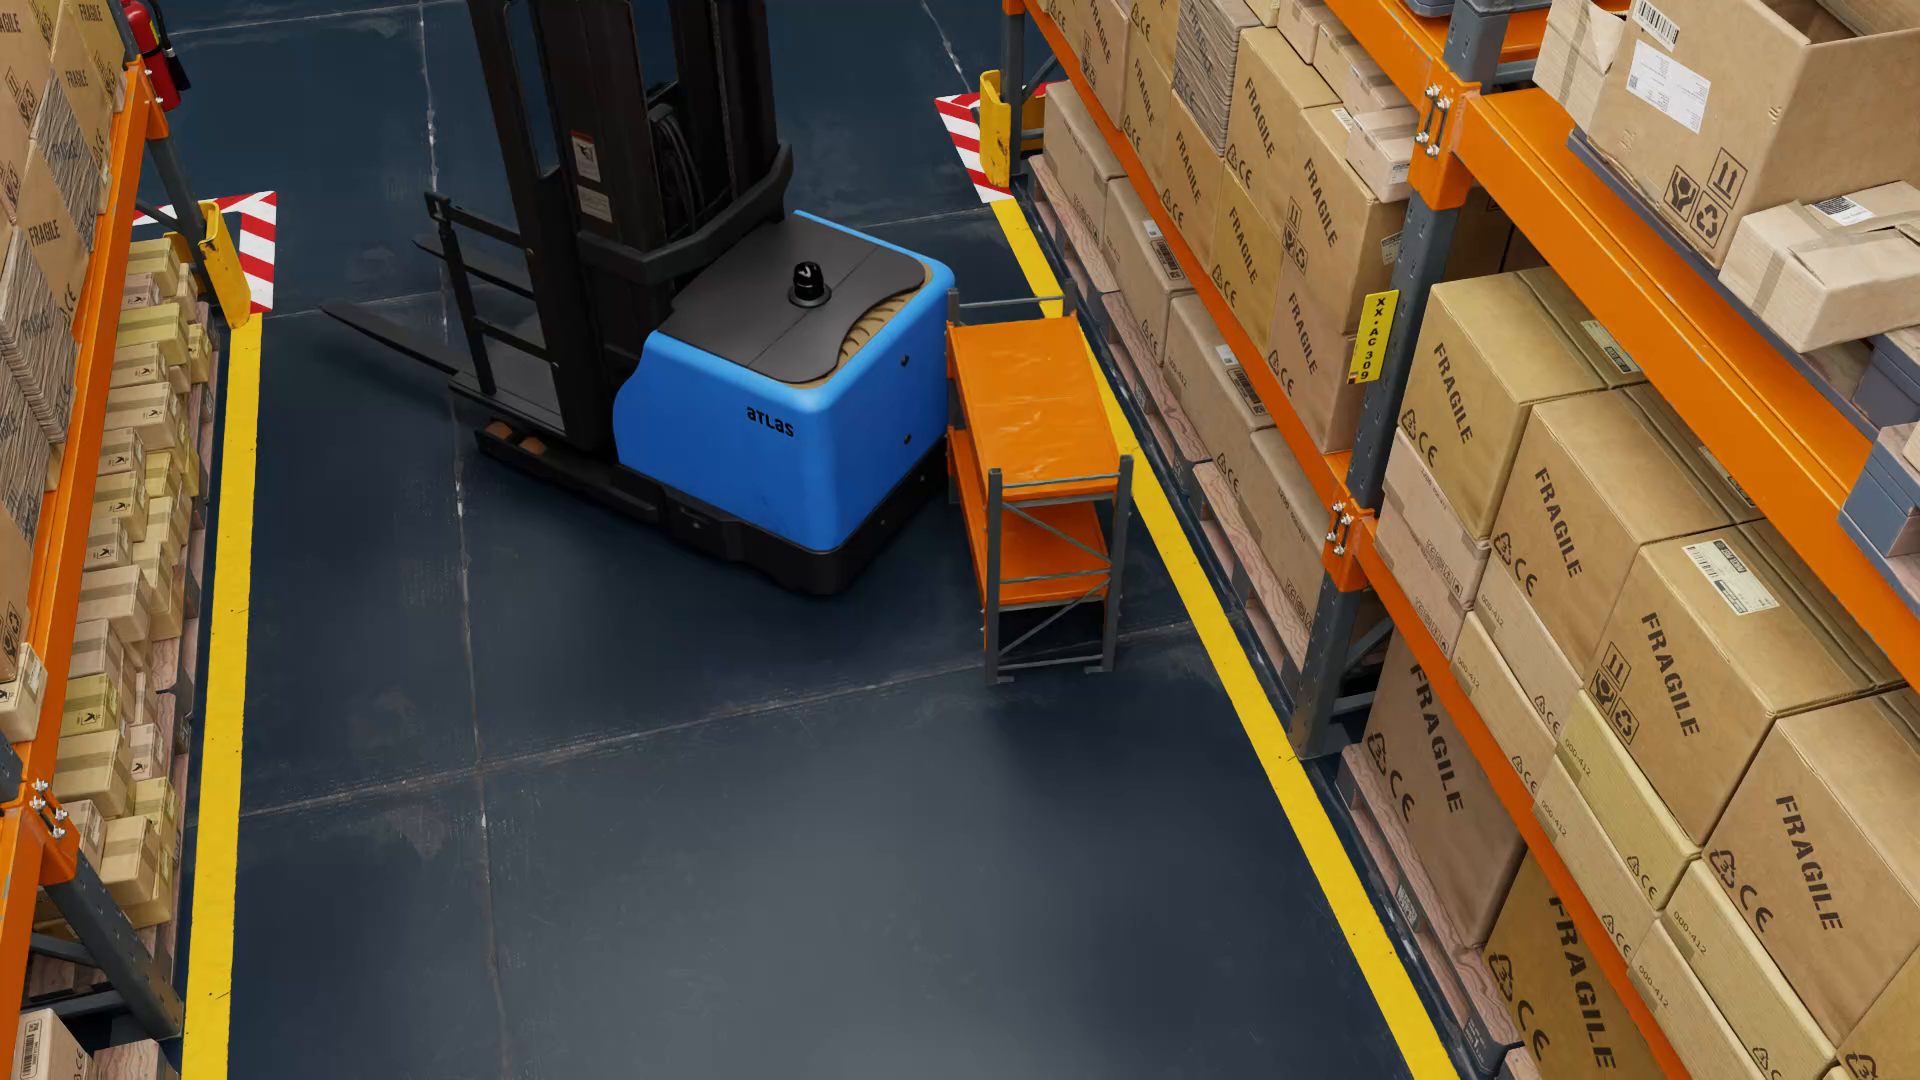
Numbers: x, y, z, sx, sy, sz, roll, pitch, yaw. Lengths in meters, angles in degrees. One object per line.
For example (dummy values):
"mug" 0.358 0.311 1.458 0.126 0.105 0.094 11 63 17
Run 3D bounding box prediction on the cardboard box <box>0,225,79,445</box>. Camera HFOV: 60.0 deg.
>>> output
"cardboard box" -3.140 -0.603 5.213 0.500 0.500 0.500 -12 47 -11

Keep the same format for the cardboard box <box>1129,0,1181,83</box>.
"cardboard box" 0.960 -2.065 6.154 0.500 0.500 0.500 -11 47 -10

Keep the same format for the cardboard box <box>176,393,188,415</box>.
"cardboard box" -3.569 -0.609 7.199 0.380 0.149 0.250 -11 47 -11

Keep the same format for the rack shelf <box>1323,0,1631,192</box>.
"rack shelf" 1.218 -2.534 5.788 1.077 0.370 4.000 -11 47 -10

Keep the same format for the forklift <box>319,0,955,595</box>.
"forklift" -1.530 -1.609 6.525 3.031 2.935 1.130 24 50 21

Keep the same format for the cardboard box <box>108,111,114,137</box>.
"cardboard box" -3.669 -1.702 6.745 0.380 0.149 0.250 -11 47 -10

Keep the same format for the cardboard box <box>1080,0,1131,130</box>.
"cardboard box" 0.820 -2.070 6.859 0.500 0.500 0.500 -11 47 -11

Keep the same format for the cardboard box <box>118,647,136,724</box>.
"cardboard box" -3.128 0.550 5.855 0.380 0.149 0.250 -13 47 -12

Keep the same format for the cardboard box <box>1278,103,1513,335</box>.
"cardboard box" 1.342 -1.016 5.126 0.500 0.500 0.500 -11 47 -11

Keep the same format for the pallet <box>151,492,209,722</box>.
"pallet" -3.552 0.294 6.565 1.003 0.211 1.213 -11 47 -10

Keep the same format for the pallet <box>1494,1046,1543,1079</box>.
"pallet" 2.316 1.983 4.909 1.003 0.211 1.213 -11 47 -10

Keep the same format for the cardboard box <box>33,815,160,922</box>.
"cardboard box" -2.813 1.057 5.358 0.380 0.149 0.250 -9 46 -8

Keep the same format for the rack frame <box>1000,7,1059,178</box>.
"rack frame" 0.706 -3.117 7.955 1.000 3.000 0.127 -11 47 -10

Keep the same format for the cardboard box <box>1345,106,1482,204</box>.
"cardboard box" 1.343 -1.122 4.776 0.380 0.149 0.250 -12 47 -11

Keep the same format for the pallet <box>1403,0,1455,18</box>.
"pallet" 1.530 -1.941 4.765 1.003 0.211 1.213 -11 47 -10

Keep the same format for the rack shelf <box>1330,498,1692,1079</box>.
"rack shelf" 2.242 1.277 4.153 1.077 0.370 4.000 -11 47 -10

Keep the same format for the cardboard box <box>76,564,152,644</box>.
"cardboard box" -3.118 0.253 5.938 0.380 0.149 0.250 -10 46 -9

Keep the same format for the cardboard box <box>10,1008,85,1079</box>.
"cardboard box" -2.594 1.553 4.310 0.500 0.250 0.500 -12 47 -11

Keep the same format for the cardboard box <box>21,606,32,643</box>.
"cardboard box" -2.924 0.287 4.795 0.380 0.149 0.250 -9 46 -9

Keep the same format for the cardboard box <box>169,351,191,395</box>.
"cardboard box" -3.508 -0.725 7.105 0.380 0.149 0.250 -12 47 -12

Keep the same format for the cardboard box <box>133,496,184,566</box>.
"cardboard box" -3.218 -0.004 6.399 0.380 0.149 0.250 -10 46 -10

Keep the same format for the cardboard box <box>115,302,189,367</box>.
"cardboard box" -3.475 -0.841 7.010 0.380 0.149 0.250 -12 47 -11

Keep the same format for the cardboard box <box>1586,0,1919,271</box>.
"cardboard box" 1.675 -0.926 3.344 0.500 0.500 0.500 -11 47 -11

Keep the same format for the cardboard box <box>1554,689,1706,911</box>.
"cardboard box" 1.834 0.585 4.082 0.500 0.250 0.500 -10 46 -10

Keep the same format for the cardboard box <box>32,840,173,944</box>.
"cardboard box" -2.812 1.160 5.466 0.380 0.149 0.250 -13 47 -12

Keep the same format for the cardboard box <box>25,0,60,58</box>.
"cardboard box" -3.566 -2.011 5.893 0.500 0.500 0.500 -12 47 -12

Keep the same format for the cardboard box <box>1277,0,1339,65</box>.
"cardboard box" 1.244 -1.669 5.312 0.380 0.149 0.250 -11 47 -11

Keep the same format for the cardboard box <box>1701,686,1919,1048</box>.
"cardboard box" 1.986 0.664 3.479 0.500 0.500 0.500 -11 47 -11

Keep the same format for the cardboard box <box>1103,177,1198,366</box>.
"cardboard box" 1.214 -1.300 7.674 0.875 0.438 0.875 -10 46 -9

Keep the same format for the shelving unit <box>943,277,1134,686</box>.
"shelving unit" 0.273 -0.224 6.433 0.538 1.125 1.048 -6 46 -6

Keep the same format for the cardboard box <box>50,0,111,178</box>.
"cardboard box" -3.563 -1.662 6.251 0.500 0.500 0.500 -11 47 -11

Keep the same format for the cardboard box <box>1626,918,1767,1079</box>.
"cardboard box" 1.956 1.110 3.918 0.500 0.250 0.500 -11 47 -11

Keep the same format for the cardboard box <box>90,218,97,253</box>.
"cardboard box" -3.464 -1.173 6.226 0.380 0.149 0.250 -13 47 -12

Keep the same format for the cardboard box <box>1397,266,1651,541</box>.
"cardboard box" 1.564 -0.384 4.507 0.500 0.500 0.500 -10 46 -10

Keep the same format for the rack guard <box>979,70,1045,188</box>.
"rack guard" 0.700 -2.259 8.864 1.175 0.500 0.348 -11 47 -10

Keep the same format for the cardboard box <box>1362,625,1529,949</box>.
"cardboard box" 1.966 0.655 5.453 0.875 0.875 0.875 -9 46 -9

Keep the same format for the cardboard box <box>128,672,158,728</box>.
"cardboard box" -3.107 0.648 5.967 0.380 0.149 0.250 -12 47 -11

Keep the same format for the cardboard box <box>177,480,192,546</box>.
"cardboard box" -3.317 -0.084 6.685 0.380 0.149 0.250 -10 46 -10

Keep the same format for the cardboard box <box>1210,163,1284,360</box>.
"cardboard box" 1.227 -1.018 5.828 0.500 0.500 0.500 -12 47 -11

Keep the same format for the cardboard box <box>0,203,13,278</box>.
"cardboard box" -3.156 -0.935 4.838 0.500 0.500 0.500 -10 46 -10

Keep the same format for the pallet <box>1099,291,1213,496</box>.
"pallet" 1.295 -0.763 7.600 1.003 0.211 1.213 -11 47 -10

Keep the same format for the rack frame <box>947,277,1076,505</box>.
"rack frame" 0.199 -0.584 6.785 0.500 1.125 0.032 -6 46 -6

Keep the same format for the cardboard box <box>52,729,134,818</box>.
"cardboard box" -2.931 0.785 5.417 0.380 0.149 0.250 -9 46 -8

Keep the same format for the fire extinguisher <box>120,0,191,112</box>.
"fire extinguisher" -3.672 -2.243 7.414 0.296 0.674 0.183 -11 47 -10

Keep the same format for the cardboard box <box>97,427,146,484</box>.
"cardboard box" -3.387 -0.273 6.454 0.380 0.149 0.250 -12 47 -12

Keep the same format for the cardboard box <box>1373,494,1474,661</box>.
"cardboard box" 1.587 0.049 4.958 0.500 0.250 0.500 -12 47 -11

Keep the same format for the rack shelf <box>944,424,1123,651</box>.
"rack shelf" 0.273 -0.053 6.608 0.538 0.278 1.000 -6 46 -6
